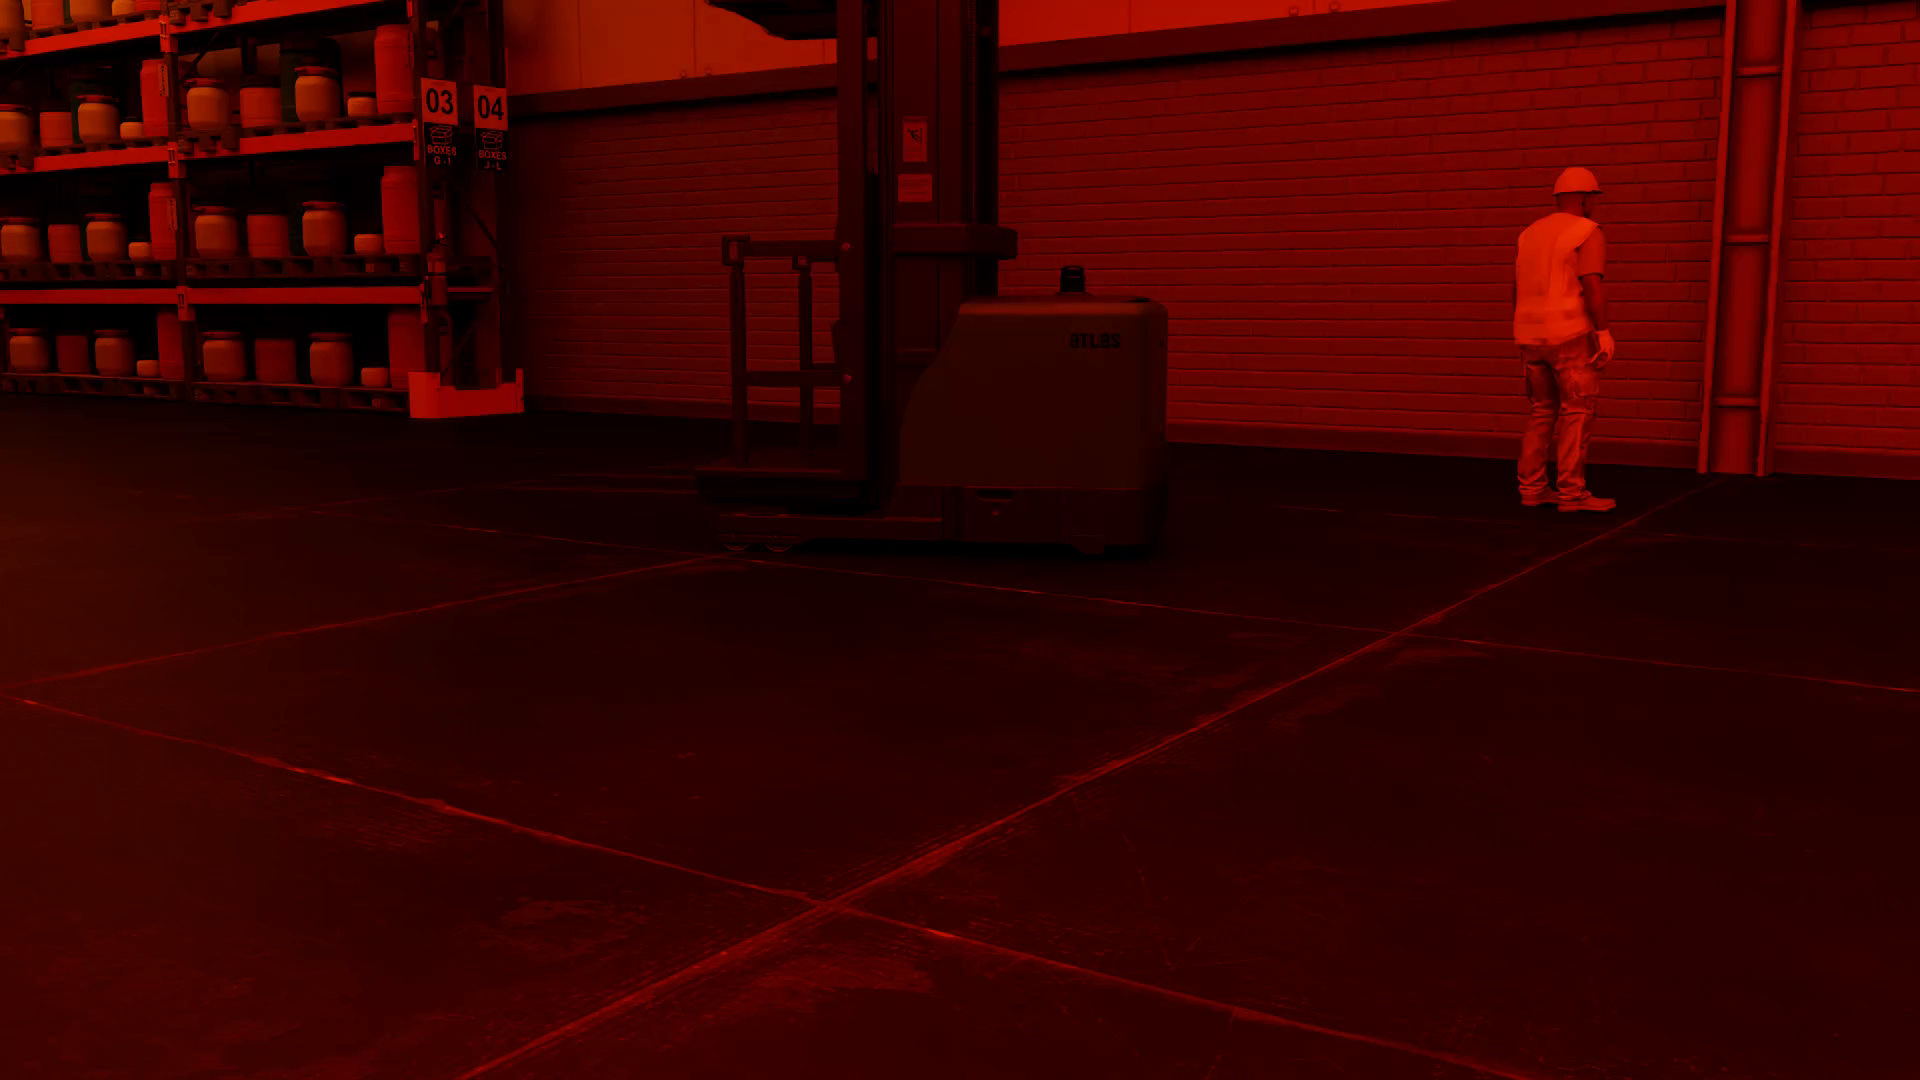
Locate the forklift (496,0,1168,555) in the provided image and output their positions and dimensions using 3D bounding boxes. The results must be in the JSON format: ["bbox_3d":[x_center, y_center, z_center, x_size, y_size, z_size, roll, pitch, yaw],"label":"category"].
[{"bbox_3d":[-0.596,-1.469,7.520,3.031,2.935,1.130,2,8,12],"label":"forklift"}]

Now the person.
[{"bbox_3d":[3.150,-1.049,8.696,0.452,1.773,0.625,-3,9,-23],"label":"person"}]
